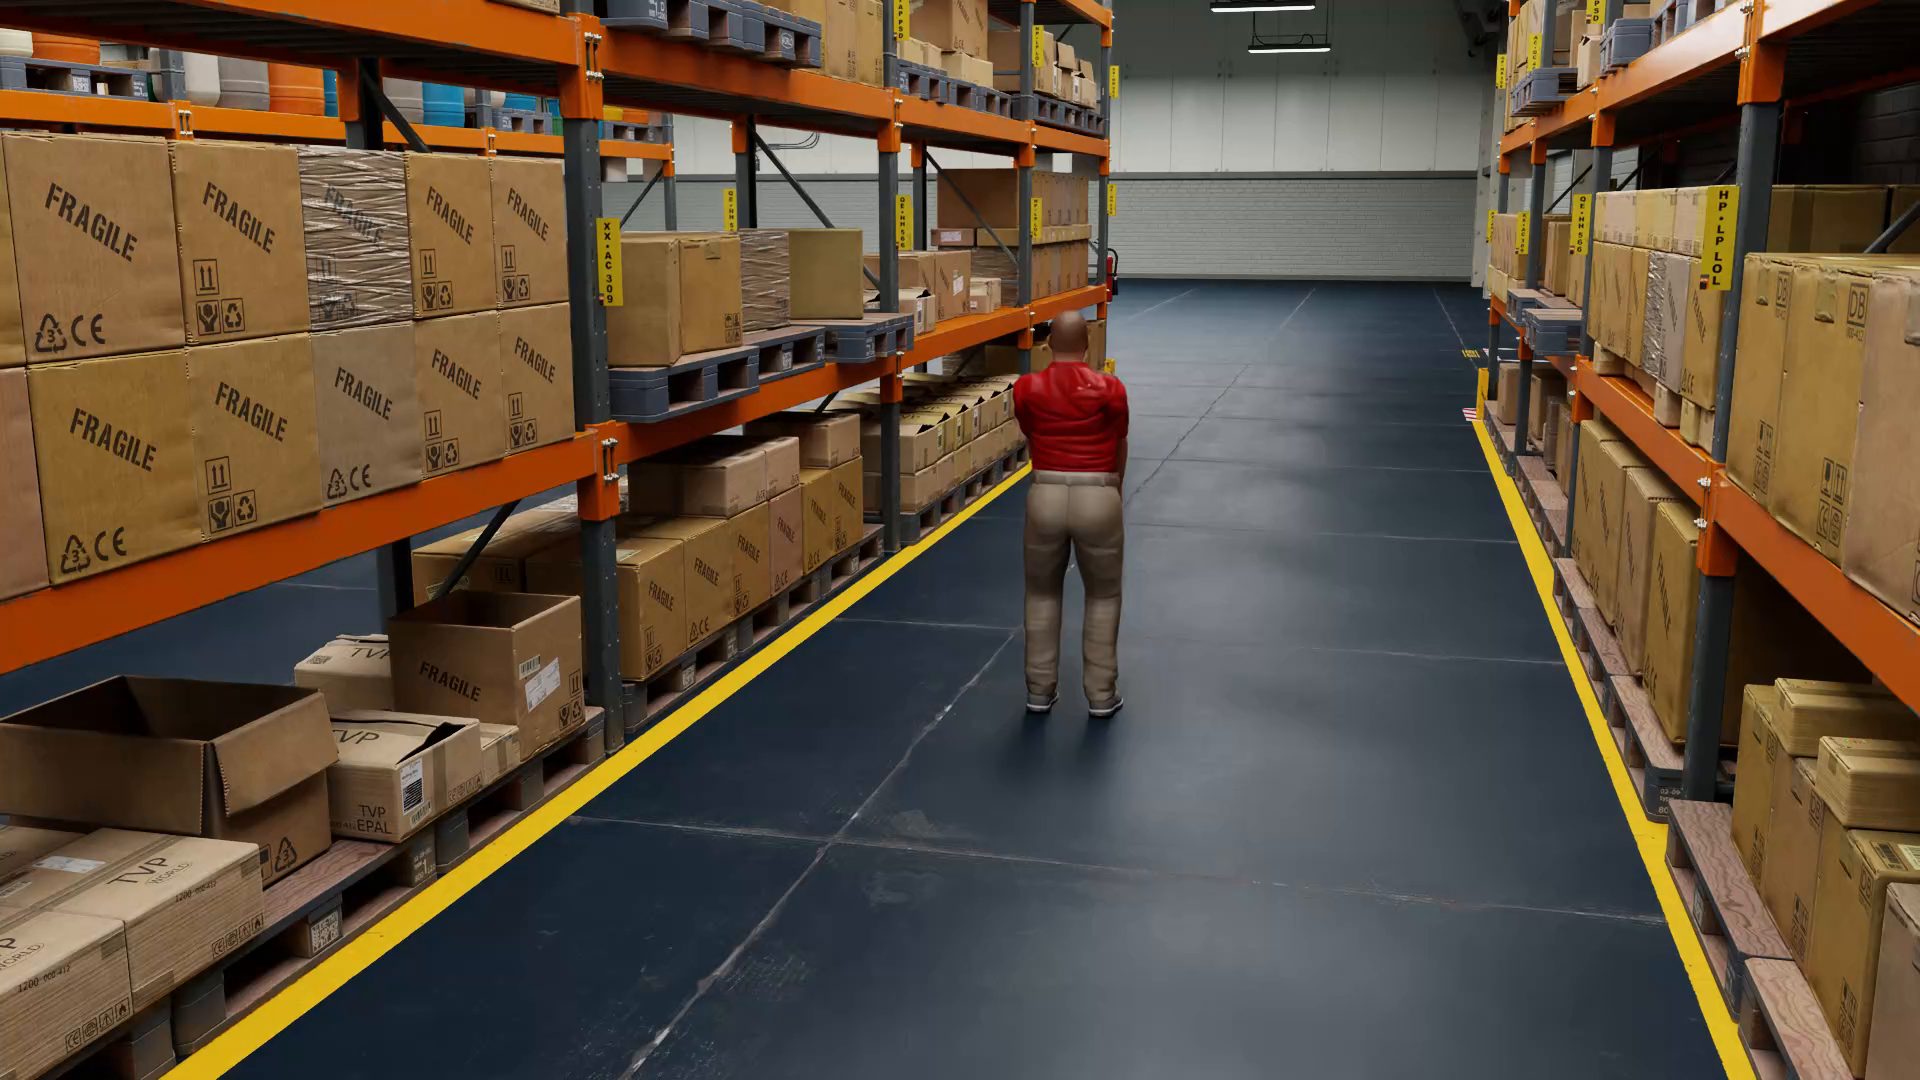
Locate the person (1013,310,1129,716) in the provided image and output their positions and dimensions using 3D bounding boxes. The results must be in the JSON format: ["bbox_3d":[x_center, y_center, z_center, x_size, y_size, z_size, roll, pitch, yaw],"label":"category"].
[{"bbox_3d":[0.488,-0.127,7.146,0.490,1.724,0.542,3,12,14],"label":"person"}]
